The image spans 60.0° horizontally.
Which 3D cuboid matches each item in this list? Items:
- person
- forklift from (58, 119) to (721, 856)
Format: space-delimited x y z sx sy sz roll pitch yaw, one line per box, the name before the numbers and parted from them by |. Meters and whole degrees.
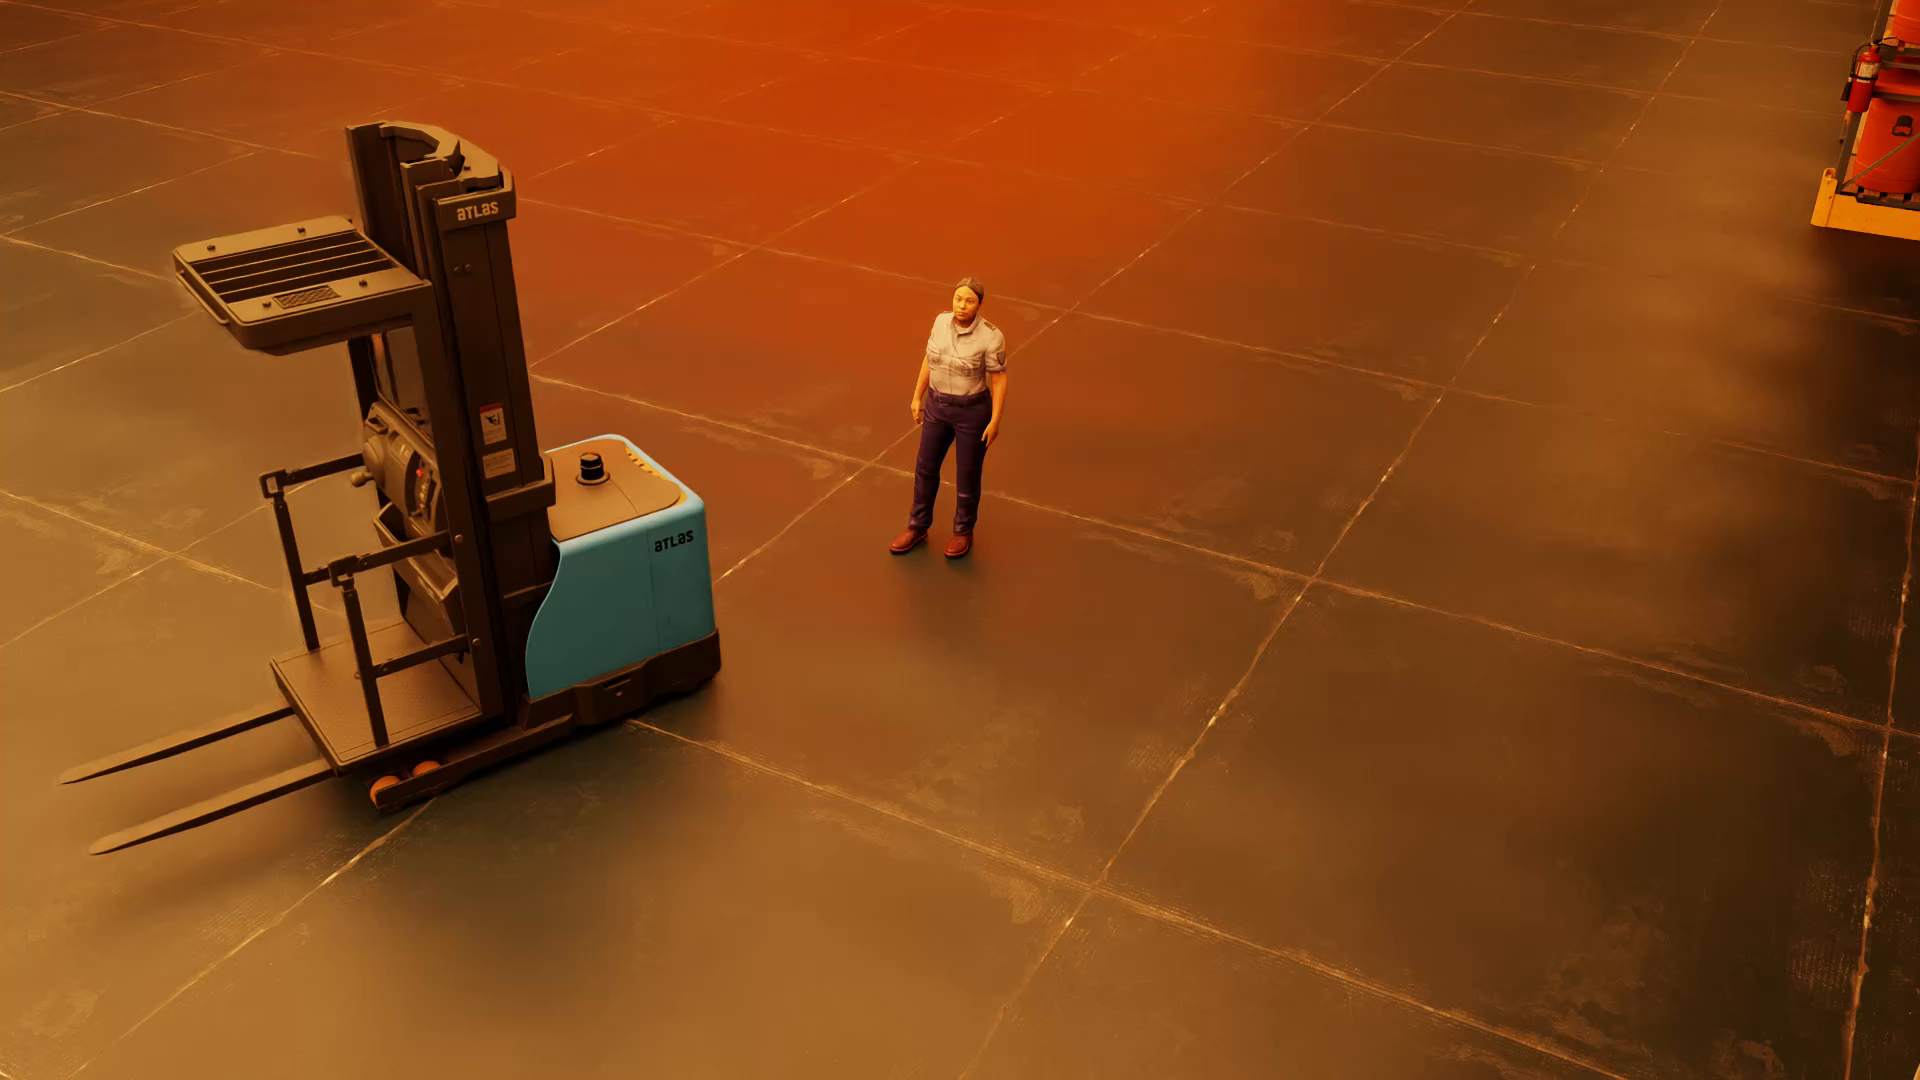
person | -0.063 -0.686 9.529 0.599 1.650 0.503 15 33 25
forklift | -2.739 -0.295 7.582 3.031 2.935 1.130 -20 36 -31
